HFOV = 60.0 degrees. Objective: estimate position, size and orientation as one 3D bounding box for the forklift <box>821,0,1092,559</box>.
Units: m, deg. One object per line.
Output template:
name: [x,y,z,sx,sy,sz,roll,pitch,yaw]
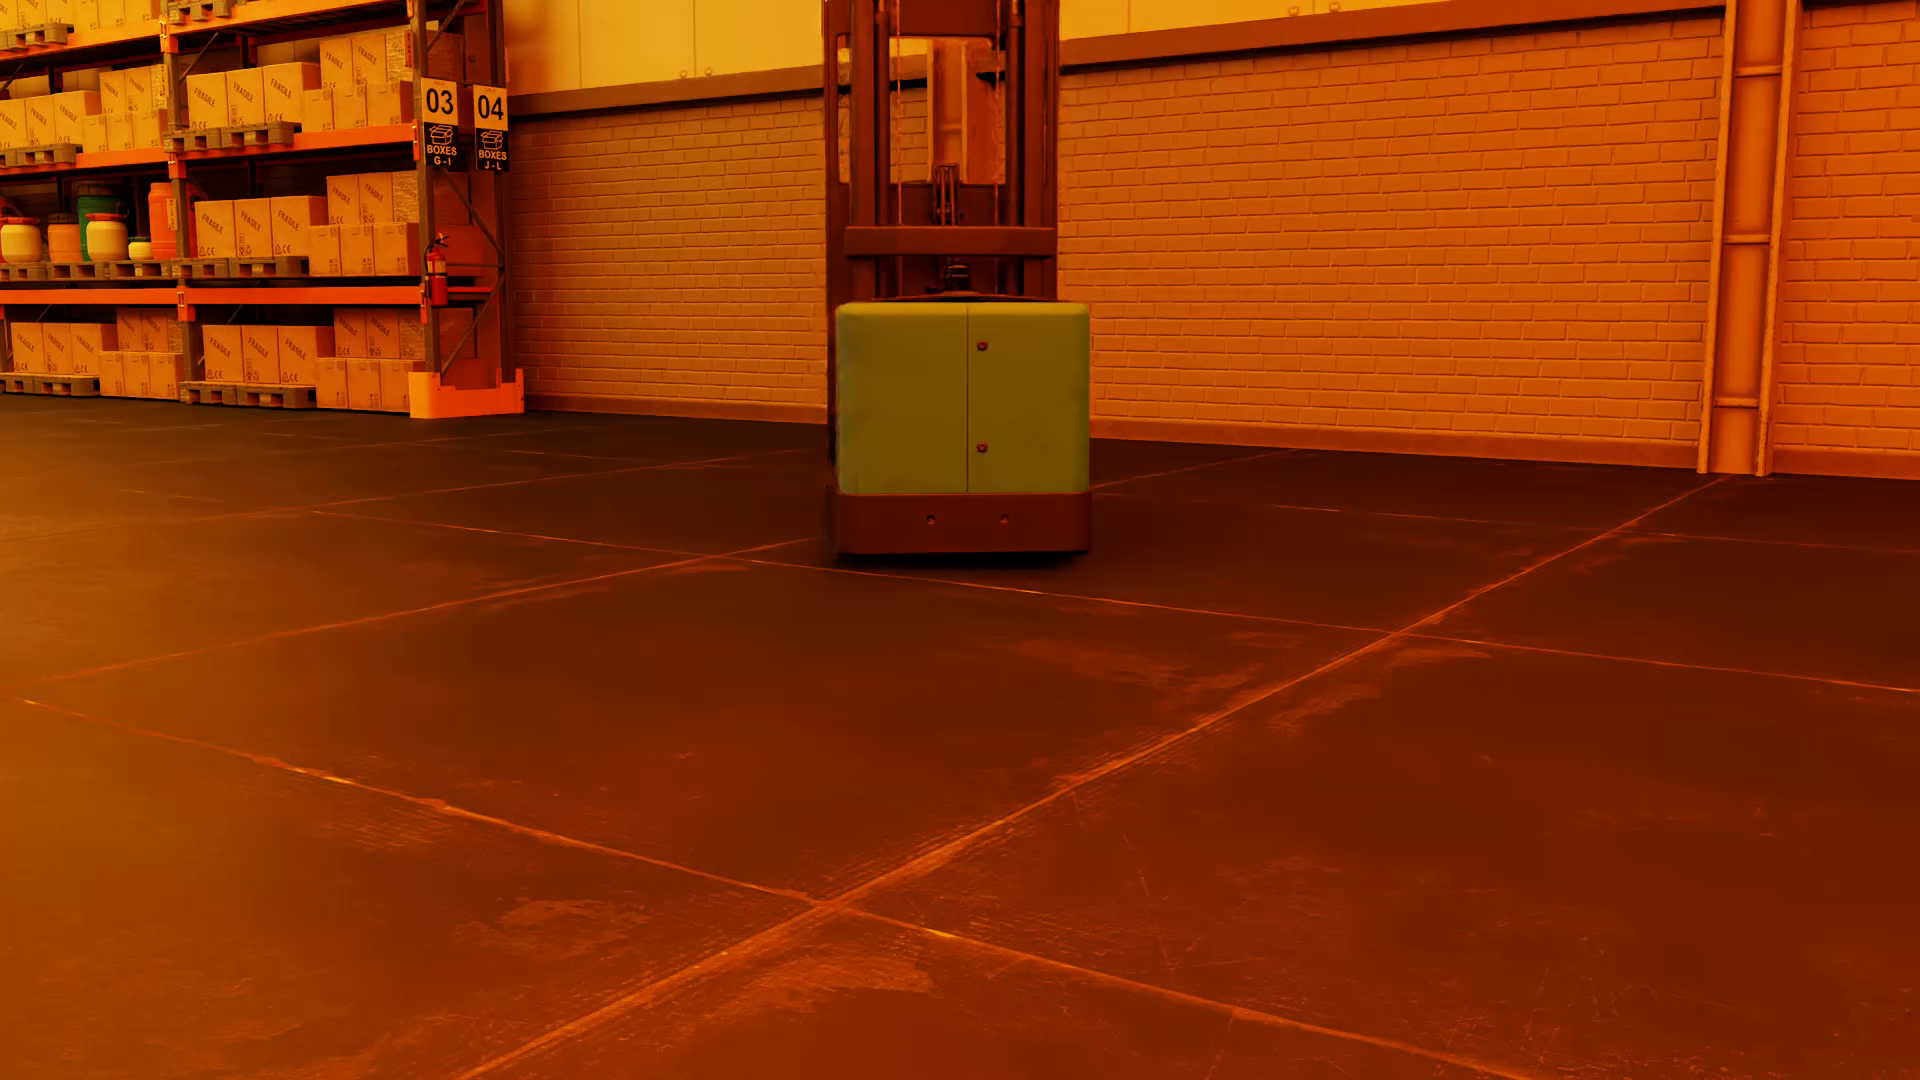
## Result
forklift: [-0.111,-1.541,8.029,1.130,2.935,3.031,-1,8,-5]
